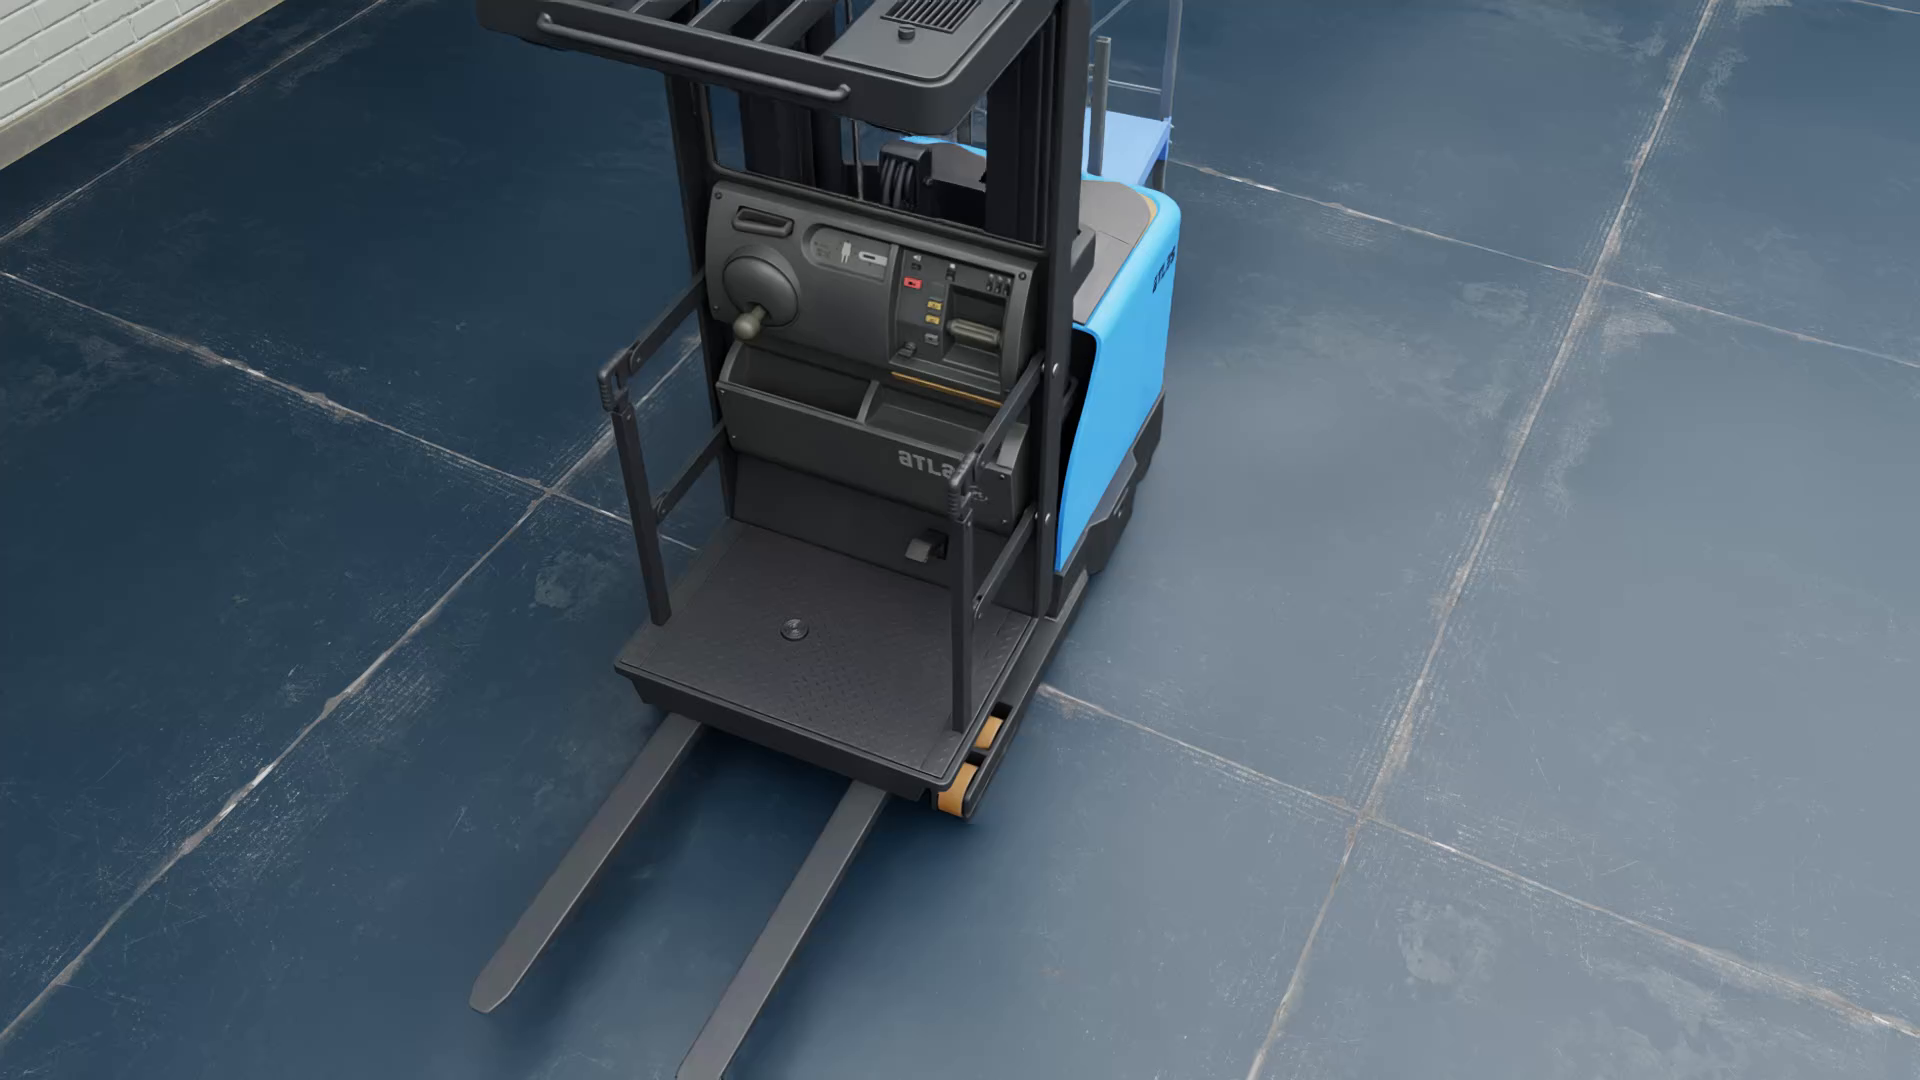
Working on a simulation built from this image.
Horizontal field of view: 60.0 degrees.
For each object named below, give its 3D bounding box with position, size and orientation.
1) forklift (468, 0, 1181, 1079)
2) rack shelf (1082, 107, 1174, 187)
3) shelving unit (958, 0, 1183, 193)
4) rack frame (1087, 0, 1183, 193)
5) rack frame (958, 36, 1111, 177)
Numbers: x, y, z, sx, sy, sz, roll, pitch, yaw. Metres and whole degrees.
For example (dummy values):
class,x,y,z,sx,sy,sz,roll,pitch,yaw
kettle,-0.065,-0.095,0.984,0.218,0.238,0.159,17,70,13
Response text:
class,x,y,z,sx,sy,sz,roll,pitch,yaw
forklift,-0.339,-0.566,4.249,1.130,2.935,3.031,18,48,17
rack shelf,0.407,-1.303,6.236,0.538,0.185,1.000,15,47,14
shelving unit,0.407,-1.429,6.108,0.538,1.500,1.048,15,47,14
rack frame,0.581,-1.769,6.444,0.500,1.500,0.032,15,47,14
rack frame,0.232,-1.090,5.772,0.500,1.500,0.032,15,47,14
